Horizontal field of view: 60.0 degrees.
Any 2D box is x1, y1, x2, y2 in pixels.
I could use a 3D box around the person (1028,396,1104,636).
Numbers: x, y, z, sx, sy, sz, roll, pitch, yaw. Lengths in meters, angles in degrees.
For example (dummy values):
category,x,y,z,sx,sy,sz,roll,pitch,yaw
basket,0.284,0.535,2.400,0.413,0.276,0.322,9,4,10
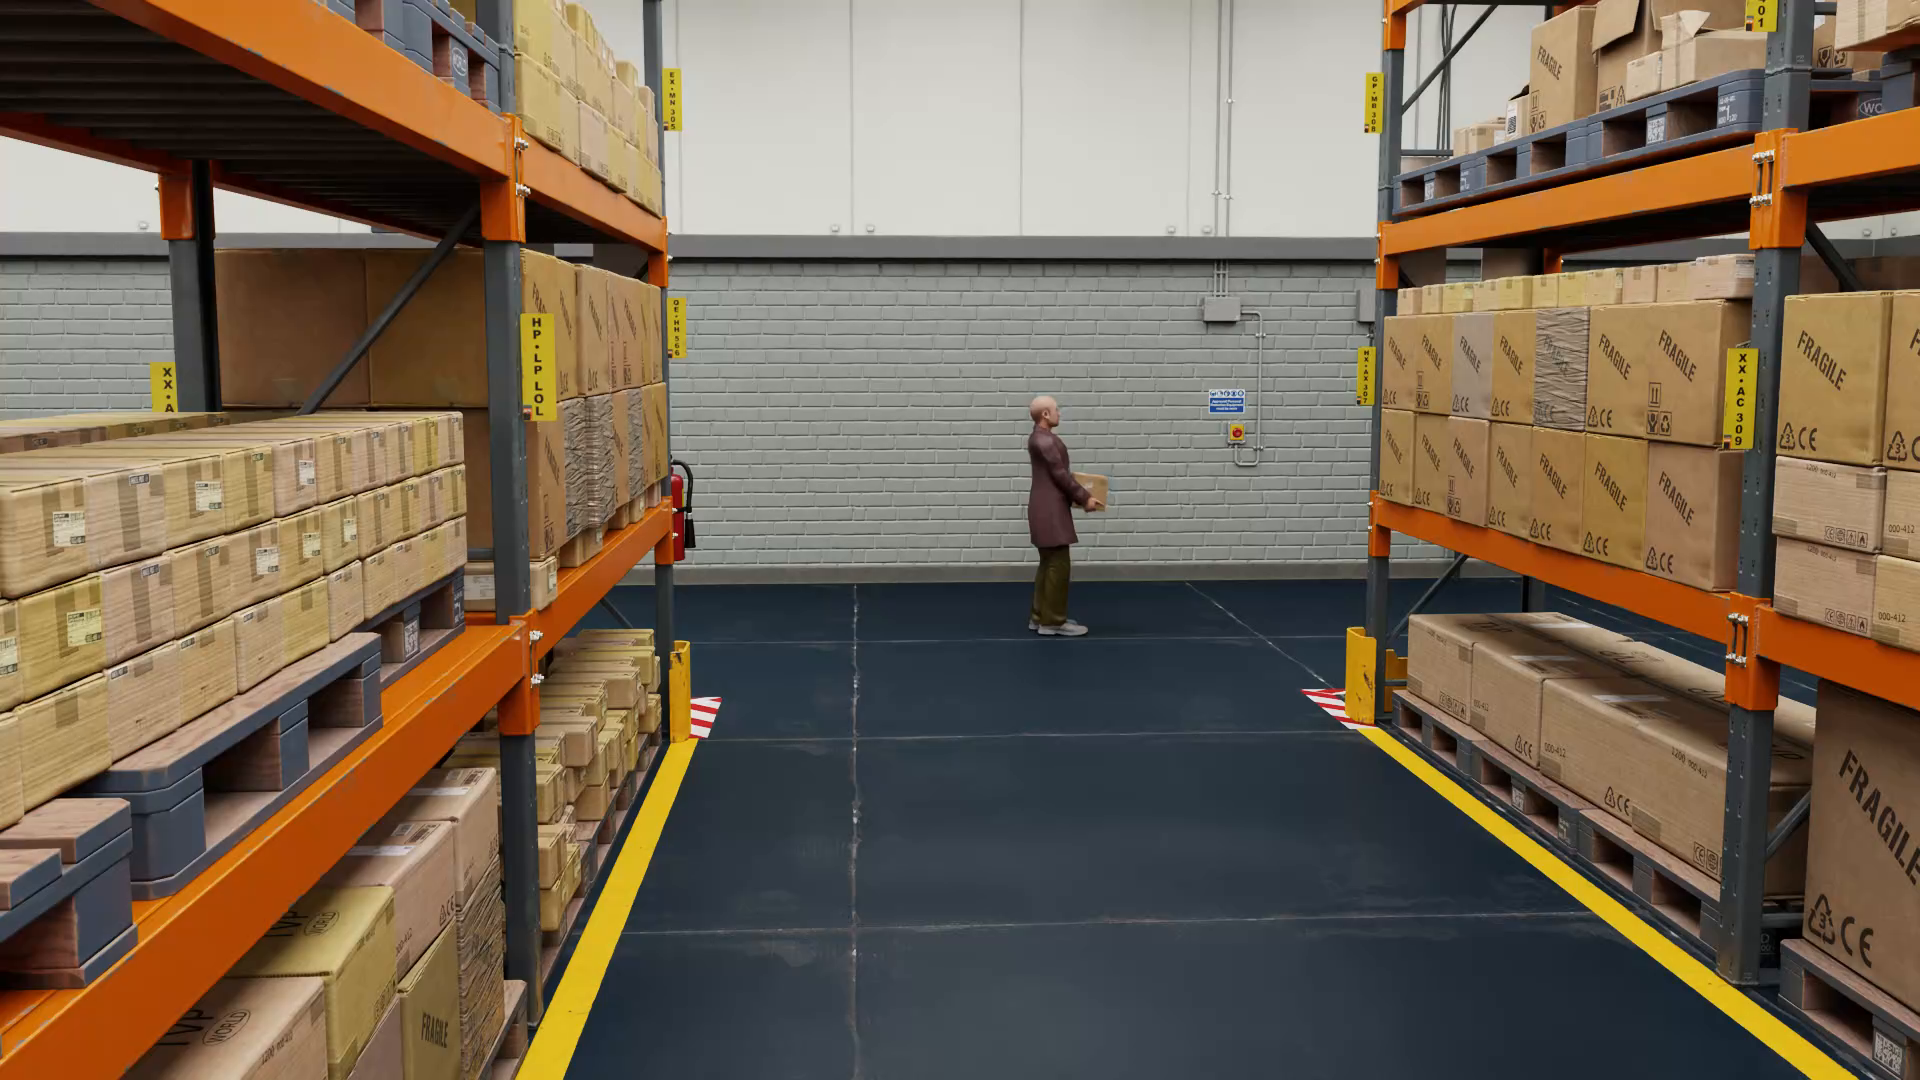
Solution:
category,x,y,z,sx,sy,sz,roll,pitch,yaw
person,0.779,-0.187,12.406,0.554,1.776,0.525,0,7,-3
